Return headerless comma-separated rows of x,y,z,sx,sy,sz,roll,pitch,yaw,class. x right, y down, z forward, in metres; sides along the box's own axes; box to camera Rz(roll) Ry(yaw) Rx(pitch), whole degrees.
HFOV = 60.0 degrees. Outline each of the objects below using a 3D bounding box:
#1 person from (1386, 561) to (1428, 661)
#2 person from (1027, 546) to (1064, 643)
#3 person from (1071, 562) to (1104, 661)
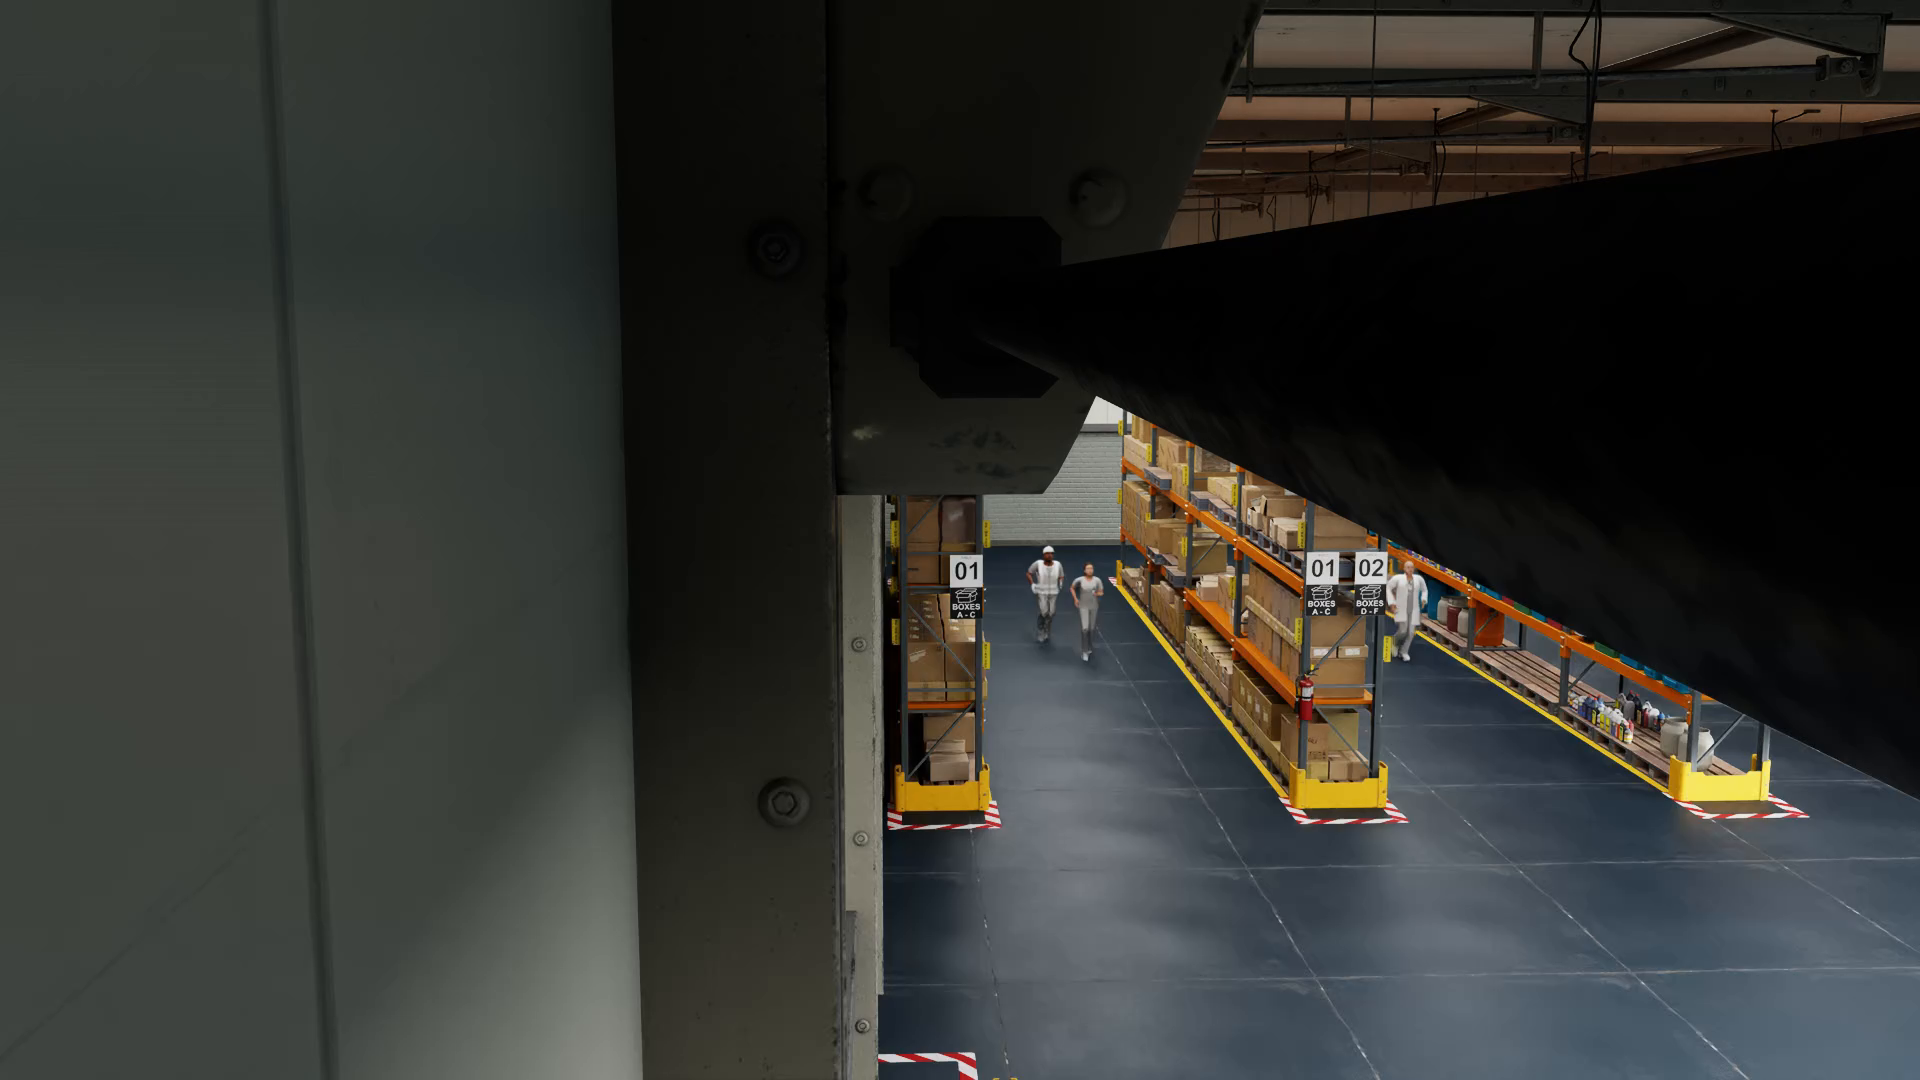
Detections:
7.765,1.229,28.820,0.722,1.746,0.628,0,8,-3,person
1.595,0.998,30.304,0.656,1.780,0.690,-2,9,-13,person
2.234,1.235,29.062,0.548,1.726,0.709,-1,8,-8,person
